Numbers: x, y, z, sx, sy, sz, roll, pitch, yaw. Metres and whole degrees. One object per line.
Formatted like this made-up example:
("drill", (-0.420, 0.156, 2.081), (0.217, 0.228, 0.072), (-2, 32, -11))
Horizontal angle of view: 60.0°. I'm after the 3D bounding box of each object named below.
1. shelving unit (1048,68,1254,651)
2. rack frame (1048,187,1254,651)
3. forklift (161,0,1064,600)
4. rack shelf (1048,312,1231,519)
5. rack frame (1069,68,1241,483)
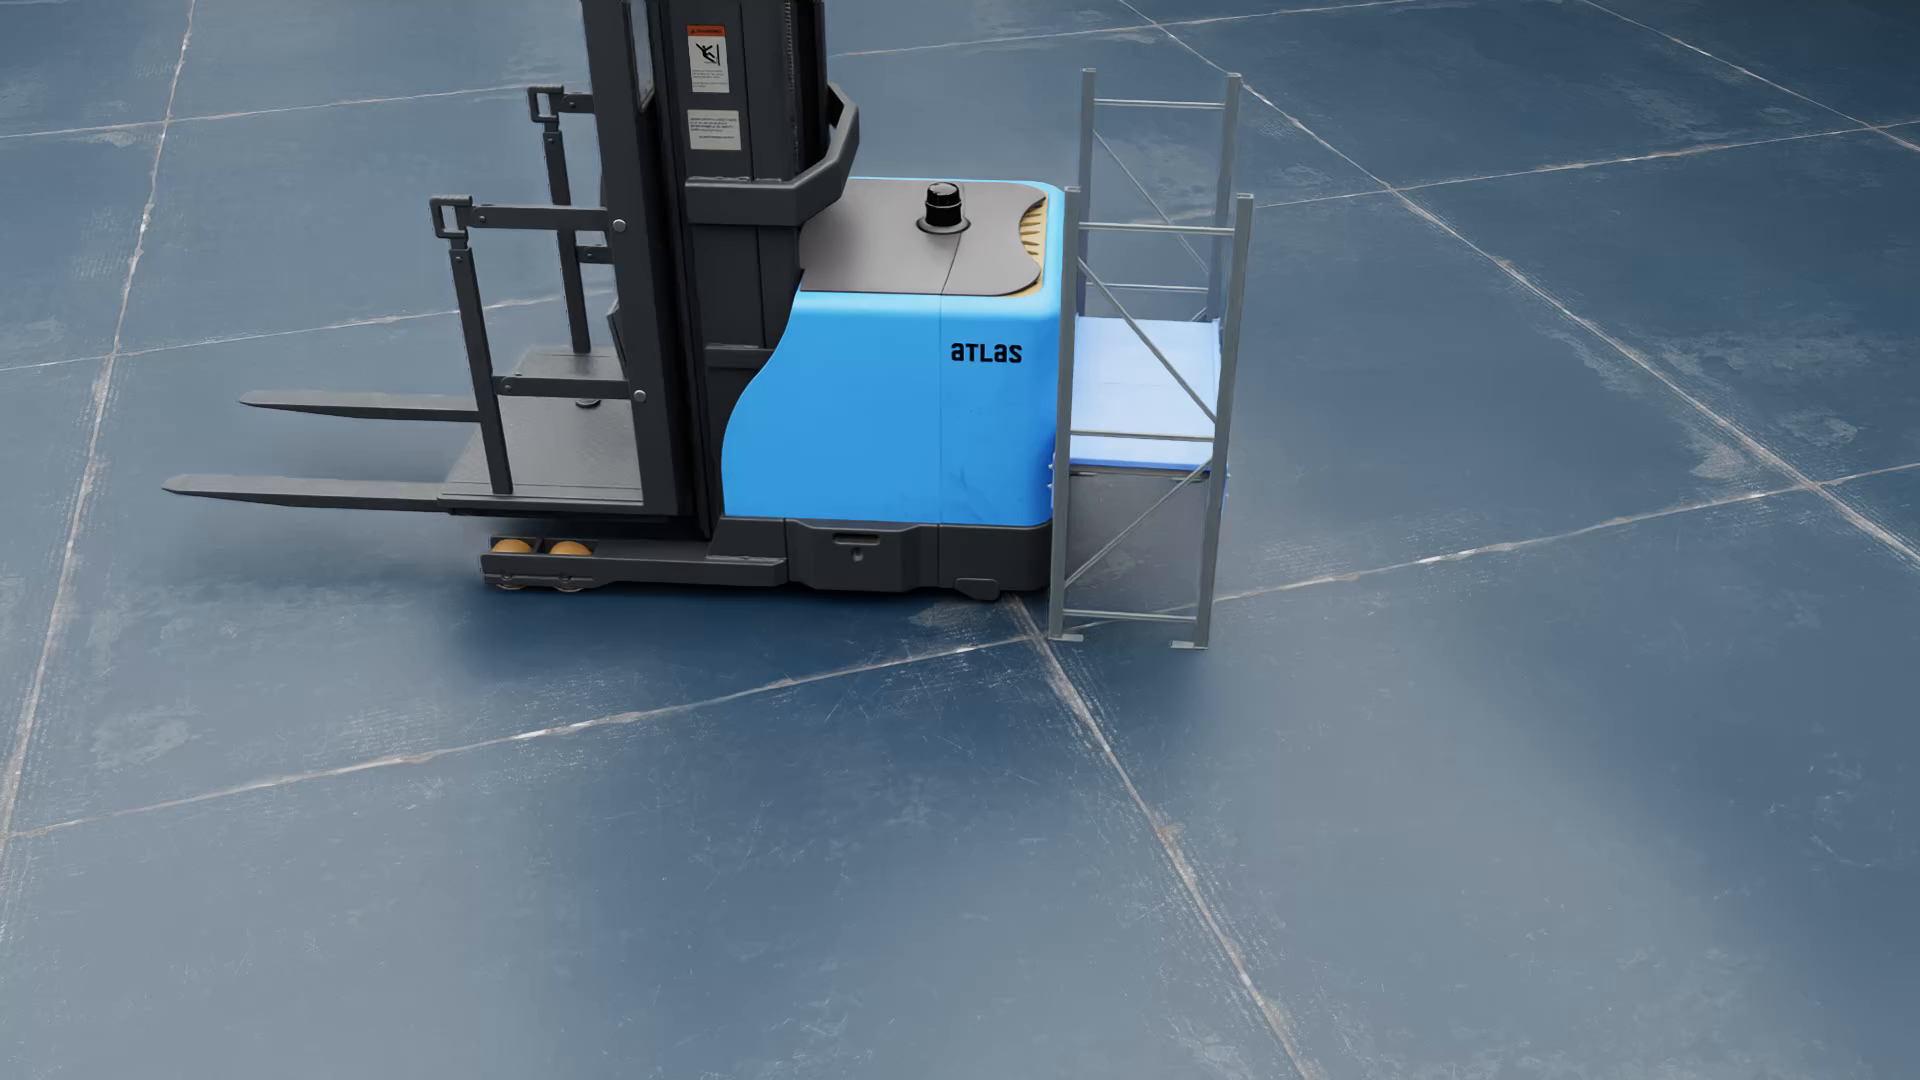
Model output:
("shelving unit", (0.584, -0.579, 5.266), (0.538, 1.500, 1.048), (3, 34, 5))
("rack frame", (0.529, -0.300, 4.844), (0.500, 1.500, 0.032), (3, 34, 5))
("forklift", (-1.166, -1.339, 5.118), (3.031, 2.935, 1.130), (2, 34, 3))
("rack shelf", (0.584, -0.429, 5.365), (0.538, 0.185, 1.000), (3, 34, 5))
("rack frame", (0.639, -0.858, 5.687), (0.500, 1.500, 0.032), (3, 34, 5))
